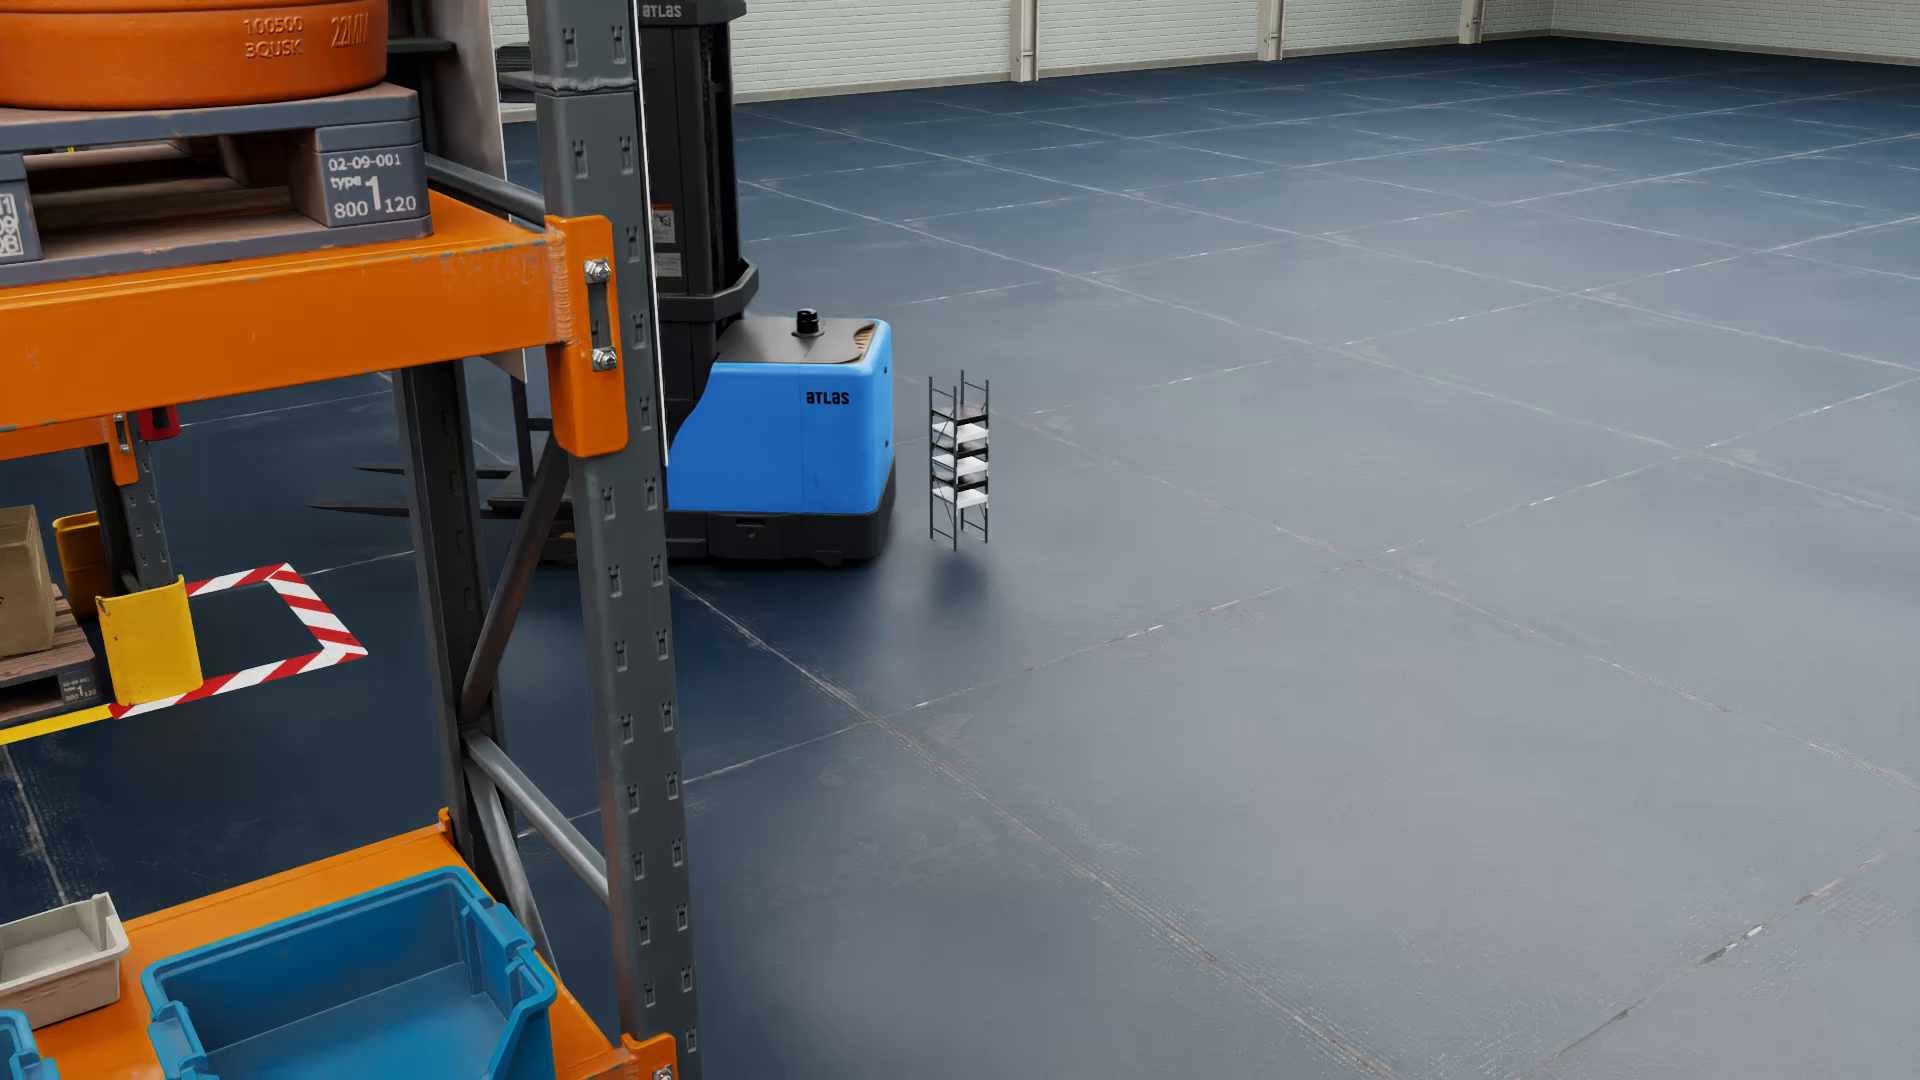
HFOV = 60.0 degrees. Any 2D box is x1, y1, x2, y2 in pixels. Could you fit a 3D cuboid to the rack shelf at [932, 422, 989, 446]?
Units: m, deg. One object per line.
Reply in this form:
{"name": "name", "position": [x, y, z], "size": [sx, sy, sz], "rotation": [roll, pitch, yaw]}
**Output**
{"name": "rack shelf", "position": [-0.007, -0.552, 8.671], "size": [0.200, 0.077, 0.258], "rotation": [-15, 26, -33]}

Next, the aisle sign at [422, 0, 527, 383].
{"name": "aisle sign", "position": [-0.936, -0.722, 3.151], "size": [0.004, 0.787, 0.394], "rotation": [-15, 26, -33]}

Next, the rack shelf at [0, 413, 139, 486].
{"name": "rack shelf", "position": [-5.339, -0.134, 6.156], "size": [4.000, 0.370, 1.077], "rotation": [-15, 26, -33]}

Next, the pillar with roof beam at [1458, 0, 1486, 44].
{"name": "pillar with roof beam", "position": [13.370, -13.480, 30.536], "size": [0.400, 9.000, 9.100], "rotation": [-15, 26, -33]}

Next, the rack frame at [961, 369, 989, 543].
{"name": "rack frame", "position": [0.076, -0.438, 8.780], "size": [0.006, 0.900, 0.240], "rotation": [-15, 26, -33]}

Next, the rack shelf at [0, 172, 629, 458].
{"name": "rack shelf", "position": [-2.447, -0.037, 1.866], "size": [4.000, 0.370, 1.077], "rotation": [-15, 26, -33]}

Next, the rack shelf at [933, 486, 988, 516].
{"name": "rack shelf", "position": [-0.007, -0.218, 8.804], "size": [0.200, 0.077, 0.258], "rotation": [-15, 26, -33]}

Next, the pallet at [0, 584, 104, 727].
{"name": "pallet", "position": [-4.458, 0.576, 7.169], "size": [1.213, 0.211, 1.003], "rotation": [-15, 26, -33]}

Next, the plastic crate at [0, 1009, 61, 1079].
{"name": "plastic crate", "position": [-1.585, 0.995, 2.556], "size": [0.408, 0.251, 0.499], "rotation": [-15, 26, -33]}

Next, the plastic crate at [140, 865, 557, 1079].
{"name": "plastic crate", "position": [-1.055, 0.856, 2.904], "size": [0.616, 0.251, 0.499], "rotation": [-15, 26, -33]}

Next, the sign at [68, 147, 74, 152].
{"name": "sign", "position": [-3.408, -1.414, 6.405], "size": [0.005, 0.325, 0.100], "rotation": [-15, 26, -33]}

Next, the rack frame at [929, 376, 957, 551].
{"name": "rack frame", "position": [-0.089, -0.394, 8.670], "size": [0.006, 0.900, 0.240], "rotation": [-15, 26, -33]}

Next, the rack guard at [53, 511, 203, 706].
{"name": "rack guard", "position": [-3.777, 0.276, 7.529], "size": [0.348, 0.500, 1.175], "rotation": [-15, 26, -33]}

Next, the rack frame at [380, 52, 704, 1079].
{"name": "rack frame", "position": [-0.823, 0.589, 3.373], "size": [0.127, 3.000, 1.000], "rotation": [-15, 26, -33]}

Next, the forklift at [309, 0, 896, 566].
{"name": "forklift", "position": [-1.898, -1.423, 8.509], "size": [3.031, 2.935, 1.130], "rotation": [1, 22, 3]}

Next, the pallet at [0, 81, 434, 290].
{"name": "pallet", "position": [-1.552, -0.567, 2.477], "size": [1.213, 0.211, 1.003], "rotation": [-15, 26, -33]}

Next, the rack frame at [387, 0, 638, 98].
{"name": "rack frame", "position": [-0.823, -2.197, 2.261], "size": [0.127, 3.000, 1.000], "rotation": [-15, 26, -33]}

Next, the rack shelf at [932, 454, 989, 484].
{"name": "rack shelf", "position": [-0.007, -0.385, 8.738], "size": [0.200, 0.077, 0.258], "rotation": [-15, 26, -33]}

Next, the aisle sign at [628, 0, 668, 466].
{"name": "aisle sign", "position": [-0.591, -0.545, 2.706], "size": [0.004, 0.787, 0.394], "rotation": [-15, 26, -33]}

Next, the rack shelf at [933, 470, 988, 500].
{"name": "rack shelf", "position": [-0.007, -0.302, 8.771], "size": [0.200, 0.077, 0.258], "rotation": [-15, 26, -33]}

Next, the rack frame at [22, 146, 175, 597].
{"name": "rack frame", "position": [-3.716, -0.901, 7.107], "size": [0.127, 3.000, 1.000], "rotation": [-15, 26, -33]}

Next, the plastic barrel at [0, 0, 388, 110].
{"name": "plastic barrel", "position": [-1.143, -1.055, 2.300], "size": [0.708, 0.830, 0.600], "rotation": [-15, 26, -33]}

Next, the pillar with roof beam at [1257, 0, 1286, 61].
{"name": "pillar with roof beam", "position": [8.499, -12.181, 27.282], "size": [0.400, 9.000, 9.100], "rotation": [-15, 26, -33]}

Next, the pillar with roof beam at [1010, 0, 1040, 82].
{"name": "pillar with roof beam", "position": [3.629, -10.883, 24.027], "size": [0.400, 9.000, 9.100], "rotation": [-15, 26, -33]}

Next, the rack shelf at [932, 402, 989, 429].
{"name": "rack shelf", "position": [-0.007, -0.636, 8.637], "size": [0.200, 0.077, 0.258], "rotation": [-15, 26, -33]}

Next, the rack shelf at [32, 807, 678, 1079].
{"name": "rack shelf", "position": [-2.447, 1.356, 2.422], "size": [4.000, 0.370, 1.077], "rotation": [-15, 26, -33]}

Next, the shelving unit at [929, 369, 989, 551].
{"name": "shelving unit", "position": [-0.007, -0.416, 8.725], "size": [0.210, 0.900, 0.258], "rotation": [-15, 26, -33]}

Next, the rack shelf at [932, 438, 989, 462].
{"name": "rack shelf", "position": [-0.007, -0.469, 8.704], "size": [0.200, 0.077, 0.258], "rotation": [-15, 26, -33]}

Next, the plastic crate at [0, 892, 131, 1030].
{"name": "plastic crate", "position": [-1.737, 0.808, 3.179], "size": [0.250, 0.136, 0.298], "rotation": [-15, 26, -33]}

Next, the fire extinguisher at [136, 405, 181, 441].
{"name": "fire extinguisher", "position": [-3.354, -0.751, 6.836], "size": [0.183, 0.674, 0.296], "rotation": [-15, 26, -33]}

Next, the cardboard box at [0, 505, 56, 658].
{"name": "cardboard box", "position": [-4.232, 0.195, 7.167], "size": [0.500, 0.500, 0.500], "rotation": [-10, 24, -23]}
